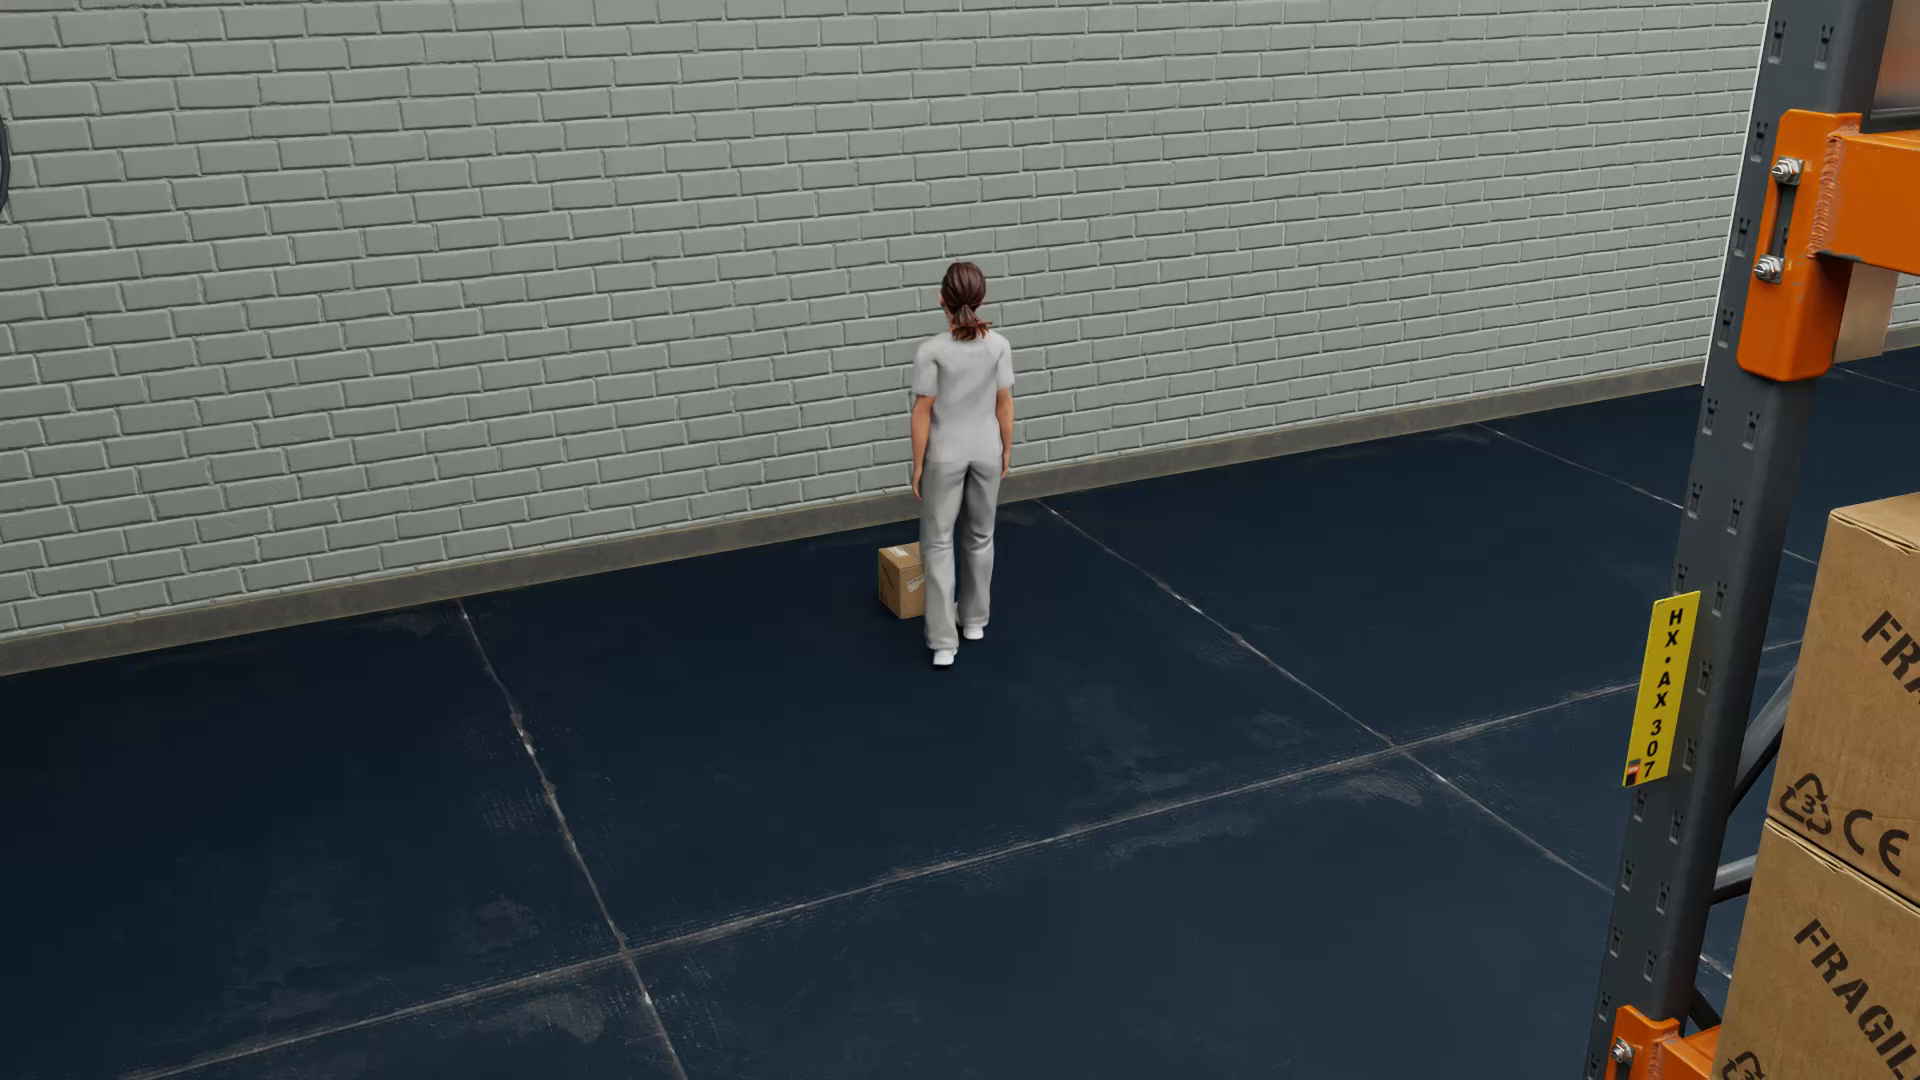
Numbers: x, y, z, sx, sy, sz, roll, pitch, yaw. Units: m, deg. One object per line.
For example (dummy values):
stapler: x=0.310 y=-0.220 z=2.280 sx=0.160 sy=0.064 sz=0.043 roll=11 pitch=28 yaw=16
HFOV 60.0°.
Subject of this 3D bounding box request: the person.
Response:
person: x=-0.006 y=-0.330 z=6.896 sx=0.451 sy=1.677 sz=0.565 roll=-7 pitch=23 yaw=-16
